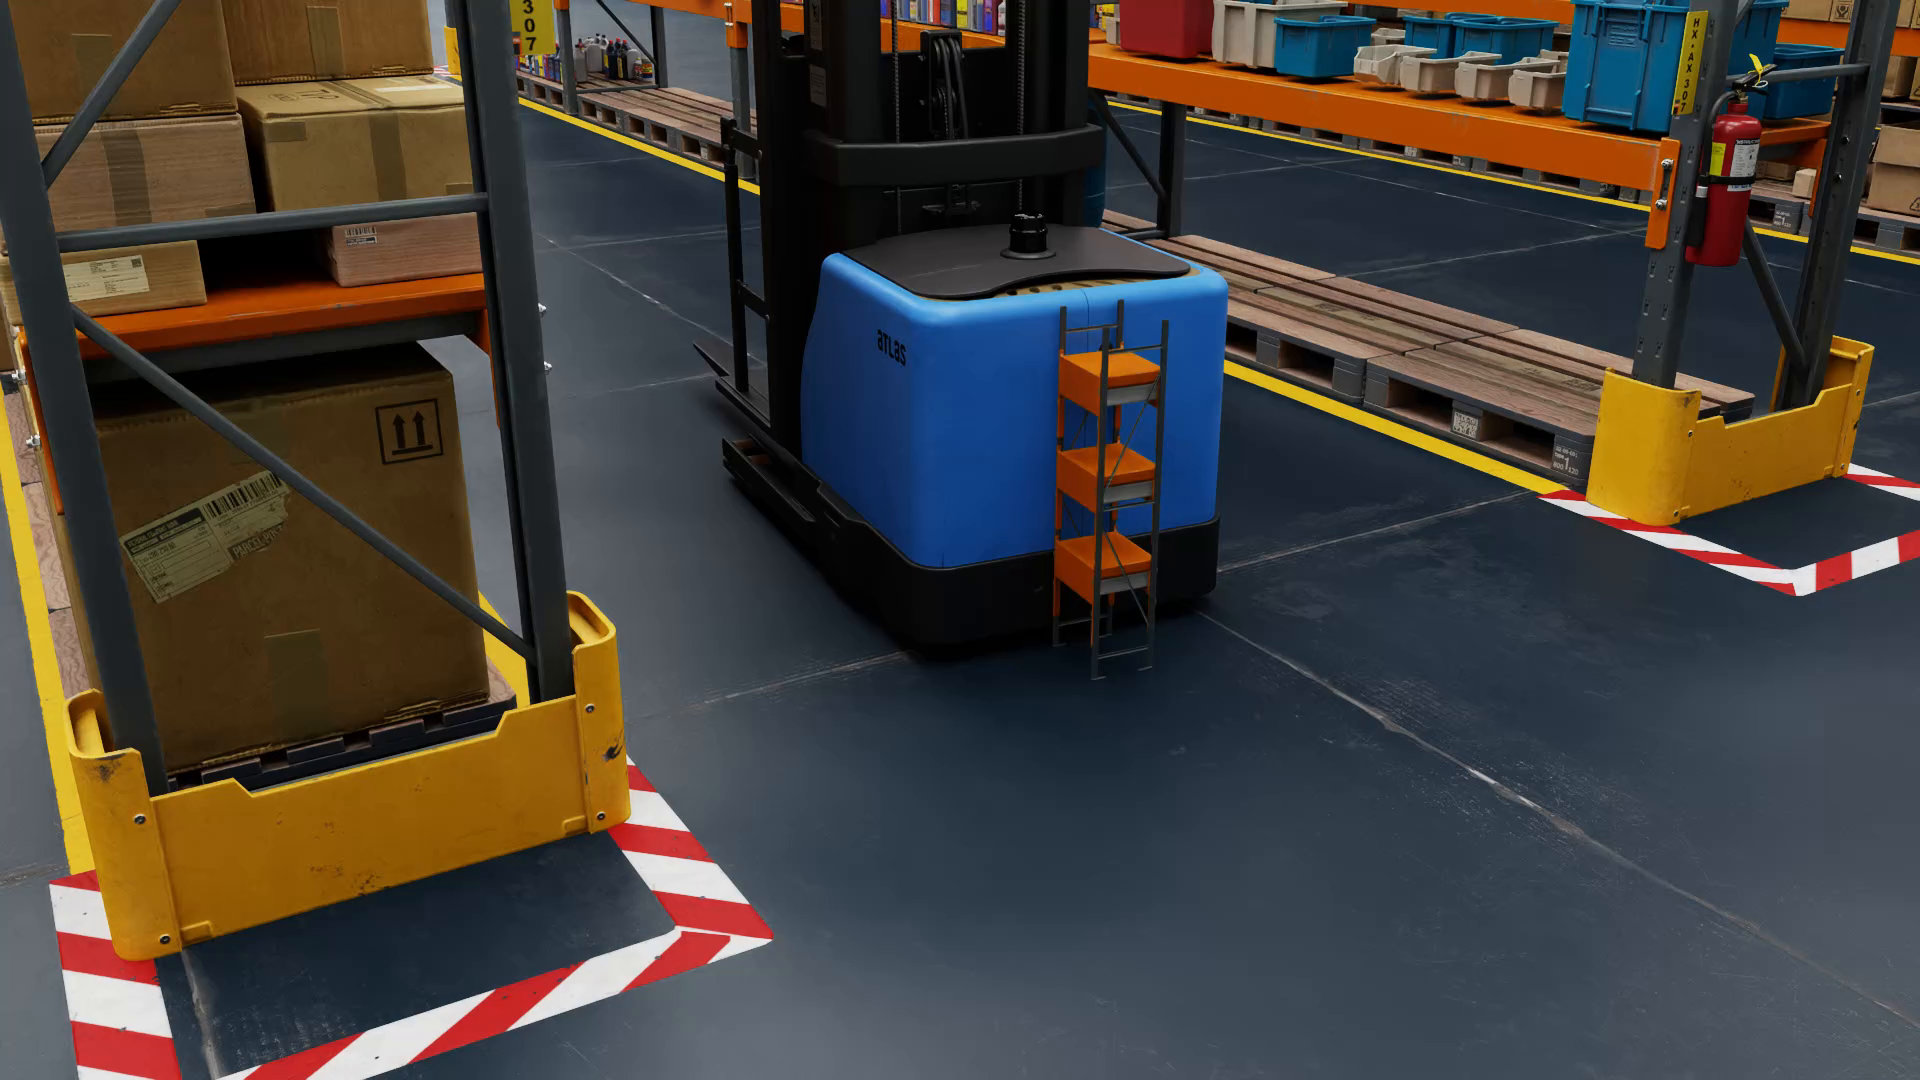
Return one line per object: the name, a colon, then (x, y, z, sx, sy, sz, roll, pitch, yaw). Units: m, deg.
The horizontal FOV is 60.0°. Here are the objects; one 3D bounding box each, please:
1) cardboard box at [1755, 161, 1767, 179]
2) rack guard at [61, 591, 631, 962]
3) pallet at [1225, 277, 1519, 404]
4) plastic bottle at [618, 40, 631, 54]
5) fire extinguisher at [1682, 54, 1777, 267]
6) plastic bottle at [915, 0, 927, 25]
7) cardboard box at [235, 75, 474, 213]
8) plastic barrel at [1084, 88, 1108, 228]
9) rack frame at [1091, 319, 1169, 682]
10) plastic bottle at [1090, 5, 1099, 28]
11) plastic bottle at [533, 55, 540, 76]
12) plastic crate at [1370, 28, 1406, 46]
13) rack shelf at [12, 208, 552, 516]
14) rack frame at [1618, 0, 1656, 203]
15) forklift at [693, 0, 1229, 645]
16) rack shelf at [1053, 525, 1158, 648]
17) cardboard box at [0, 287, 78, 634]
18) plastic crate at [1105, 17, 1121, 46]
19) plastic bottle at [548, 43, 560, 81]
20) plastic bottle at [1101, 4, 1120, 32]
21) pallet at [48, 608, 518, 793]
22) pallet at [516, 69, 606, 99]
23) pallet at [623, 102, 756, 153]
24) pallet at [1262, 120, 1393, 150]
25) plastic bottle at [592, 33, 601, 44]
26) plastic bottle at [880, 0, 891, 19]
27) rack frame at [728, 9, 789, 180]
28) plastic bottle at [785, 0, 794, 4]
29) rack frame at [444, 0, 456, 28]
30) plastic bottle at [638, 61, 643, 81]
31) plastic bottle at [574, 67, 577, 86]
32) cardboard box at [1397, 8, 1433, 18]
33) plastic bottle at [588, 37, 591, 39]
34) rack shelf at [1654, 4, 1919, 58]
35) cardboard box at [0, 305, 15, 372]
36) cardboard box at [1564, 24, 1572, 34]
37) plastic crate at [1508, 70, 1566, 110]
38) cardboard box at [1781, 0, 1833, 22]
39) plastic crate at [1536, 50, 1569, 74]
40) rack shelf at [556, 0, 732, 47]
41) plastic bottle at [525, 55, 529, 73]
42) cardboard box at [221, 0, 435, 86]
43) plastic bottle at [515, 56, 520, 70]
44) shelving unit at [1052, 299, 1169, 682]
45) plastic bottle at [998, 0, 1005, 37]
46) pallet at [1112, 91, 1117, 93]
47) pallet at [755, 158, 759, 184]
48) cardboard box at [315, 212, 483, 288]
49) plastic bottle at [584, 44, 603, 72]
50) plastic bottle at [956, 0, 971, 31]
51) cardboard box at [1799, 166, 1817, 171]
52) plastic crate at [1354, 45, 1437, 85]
cardboard box: (5.108, -2.628, 11.281, 0.500, 0.311, 0.500, -13, 25, -28)
rack guard: (-1.383, 0.517, 3.875, 1.175, 0.500, 0.348, -13, 25, -28)
pallet: (1.856, -0.978, 7.938, 1.003, 0.211, 1.213, -13, 25, -28)
plastic bottle: (-3.323, -4.804, 16.580, 0.144, 0.351, 0.185, -12, 25, -27)
fire extinguisher: (2.549, -1.256, 5.517, 0.296, 0.674, 0.183, -13, 25, -28)
plastic bottle: (-0.173, -3.229, 9.937, 0.152, 0.276, 0.135, -13, 25, -28)
cardboard box: (-1.408, -0.924, 3.906, 0.500, 0.250, 0.500, -13, 26, -30)
plastic barrel: (0.556, -2.298, 9.710, 0.600, 0.901, 0.708, -13, 25, -28)
rack frame: (0.471, -0.094, 4.648, 0.200, 1.050, 0.008, -10, 24, -22)
plastic bottle: (0.806, -3.146, 9.738, 0.097, 0.271, 0.097, 0, 22, 0)
plastic bottle: (-4.186, -4.801, 16.672, 0.152, 0.276, 0.135, -12, 25, -27)
plastic crate: (1.967, -2.296, 7.747, 0.293, 0.136, 0.466, -13, 25, -28)
rack shelf: (-2.417, -0.963, 5.152, 1.077, 0.370, 4.000, -13, 25, -28)
rack frame: (5.080, -3.848, 11.294, 1.000, 3.000, 0.127, -13, 25, -28)
forklift: (-0.256, -1.571, 5.785, 1.130, 2.935, 3.031, -10, 24, -22)
rack shelf: (0.421, 0.132, 4.859, 0.215, 0.259, 0.240, -10, 24, -22)
cardboard box: (-2.256, -0.345, 4.941, 0.875, 0.875, 0.875, -13, 25, -28)
plastic crate: (0.934, -2.624, 8.553, 0.396, 0.136, 0.243, -13, 25, -28)
plastic bottle: (-3.942, -4.678, 16.270, 0.144, 0.351, 0.185, -14, 26, -31)
plastic bottle: (0.898, -3.063, 9.428, 0.144, 0.351, 0.185, -13, 25, -28)
pallet: (-1.871, 0.399, 4.548, 1.003, 0.211, 1.213, -13, 25, -28)
pallet: (-4.202, -4.815, 17.377, 1.003, 0.211, 1.213, -13, 25, -28)
pallet: (-2.205, -3.552, 14.270, 1.003, 0.211, 1.213, -13, 25, -28)
pallet: (3.385, -3.602, 14.392, 1.003, 0.211, 1.213, -13, 25, -28)
plastic bottle: (-3.731, -5.062, 17.217, 0.144, 0.351, 0.185, -11, 25, -26)
plastic bottle: (-0.449, -3.374, 10.283, 0.061, 0.283, 0.133, -13, 25, -28)
rack frame: (-1.224, -4.191, 12.139, 1.000, 3.000, 0.127, -13, 25, -28)
plastic bottle: (-1.152, -3.819, 11.380, 0.061, 0.283, 0.133, -13, 25, -28)
rack frame: (-5.310, -6.781, 18.510, 1.000, 3.000, 0.127, -13, 25, -28)
plastic bottle: (-3.105, -4.614, 16.311, 0.097, 0.201, 0.097, 0, 22, 0)
plastic bottle: (-3.720, -4.451, 15.910, 0.097, 0.201, 0.097, 0, 22, 0)
cardboard box: (5.640, -6.202, 19.822, 0.700, 0.500, 0.500, -12, 25, -26)
plastic bottle: (-3.920, -5.182, 17.599, 0.061, 0.283, 0.133, -12, 25, -27)
rack shelf: (6.101, -2.867, 9.837, 1.077, 0.370, 4.000, -13, 25, -28)
cardboard box: (-3.783, -1.357, 7.430, 1.225, 0.875, 0.875, -13, 25, -28)
cardboard box: (6.881, -5.365, 17.764, 0.700, 0.500, 0.500, -12, 25, -27)
plastic crate: (2.290, -1.736, 6.370, 0.396, 0.136, 0.243, -13, 25, -28)
cardboard box: (5.370, -3.511, 10.334, 0.500, 0.500, 0.500, -12, 25, -27)
plastic crate: (2.580, -1.989, 6.993, 0.250, 0.136, 0.298, -13, 25, -28)
rack shelf: (-2.245, -4.505, 13.867, 1.077, 0.370, 4.000, -13, 25, -28)
plastic bottle: (-4.375, -4.866, 16.931, 0.097, 0.201, 0.097, 0, 22, 0)
cardboard box: (-1.664, -1.433, 4.163, 0.500, 0.500, 0.500, -13, 26, -30)
plastic bottle: (-4.552, -5.002, 17.158, 0.061, 0.283, 0.133, -12, 25, -27)
shelving unit: (0.421, -0.136, 4.751, 0.215, 1.050, 0.252, -10, 24, -22)
plastic bottle: (0.257, -2.902, 9.231, 0.097, 0.201, 0.097, 0, 22, 0)
pallet: (1.403, -4.915, 17.622, 1.003, 0.211, 1.213, -13, 25, -28)
pallet: (-0.785, -2.652, 12.056, 1.003, 0.211, 1.213, -13, 25, -28)
cardboard box: (-1.293, -0.711, 3.910, 0.380, 0.149, 0.250, -12, 25, -28)
plastic bottle: (-3.751, -4.931, 16.992, 0.152, 0.276, 0.135, -13, 25, -28)
plastic bottle: (0.069, -3.108, 9.540, 0.144, 0.351, 0.185, -13, 25, -28)
cardboard box: (5.858, -2.491, 11.158, 0.380, 0.149, 0.250, -13, 25, -28)
plastic crate: (1.824, -2.010, 7.044, 0.298, 0.136, 0.250, -13, 25, -28)
